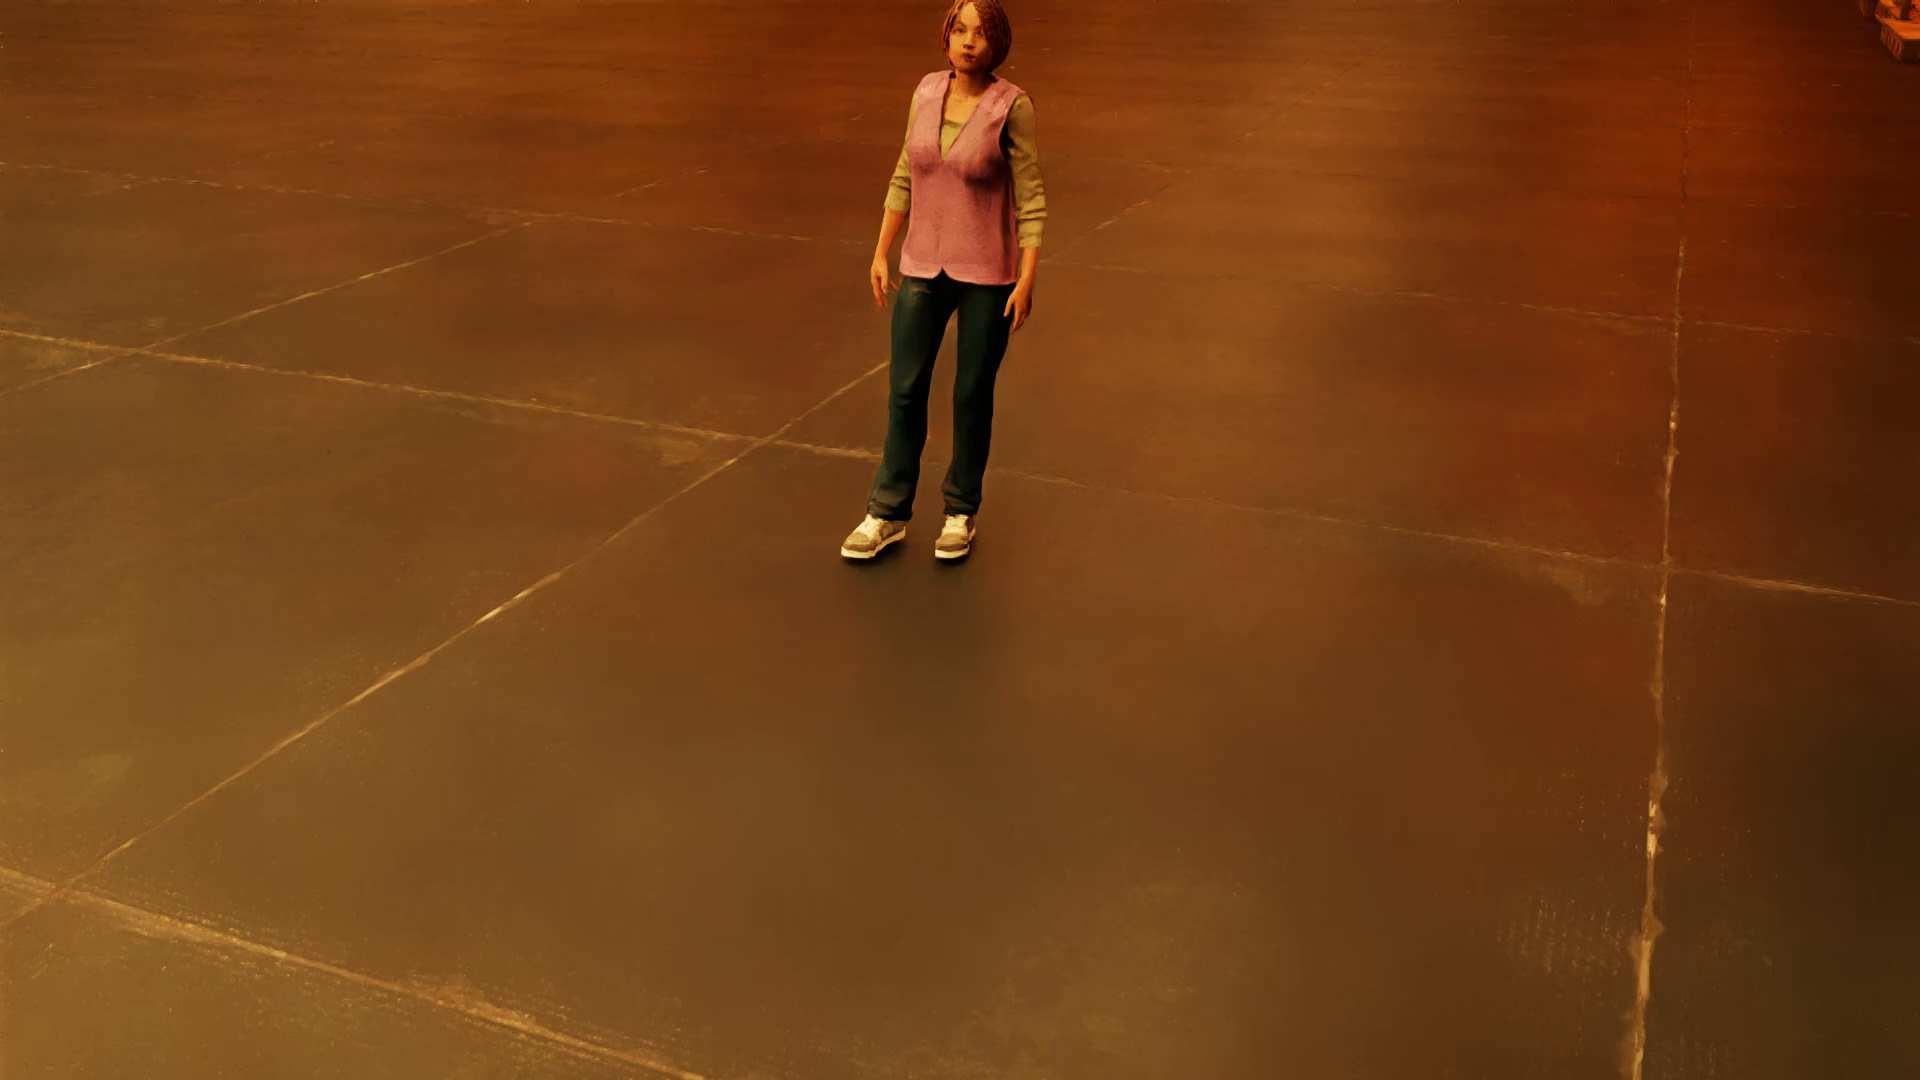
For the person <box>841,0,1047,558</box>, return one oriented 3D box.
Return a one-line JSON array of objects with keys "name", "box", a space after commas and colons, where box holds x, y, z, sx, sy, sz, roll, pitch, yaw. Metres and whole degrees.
[{"name": "person", "box": [-0.041, -0.719, 4.724, 0.520, 1.597, 0.474, 9, 24, 21]}]
